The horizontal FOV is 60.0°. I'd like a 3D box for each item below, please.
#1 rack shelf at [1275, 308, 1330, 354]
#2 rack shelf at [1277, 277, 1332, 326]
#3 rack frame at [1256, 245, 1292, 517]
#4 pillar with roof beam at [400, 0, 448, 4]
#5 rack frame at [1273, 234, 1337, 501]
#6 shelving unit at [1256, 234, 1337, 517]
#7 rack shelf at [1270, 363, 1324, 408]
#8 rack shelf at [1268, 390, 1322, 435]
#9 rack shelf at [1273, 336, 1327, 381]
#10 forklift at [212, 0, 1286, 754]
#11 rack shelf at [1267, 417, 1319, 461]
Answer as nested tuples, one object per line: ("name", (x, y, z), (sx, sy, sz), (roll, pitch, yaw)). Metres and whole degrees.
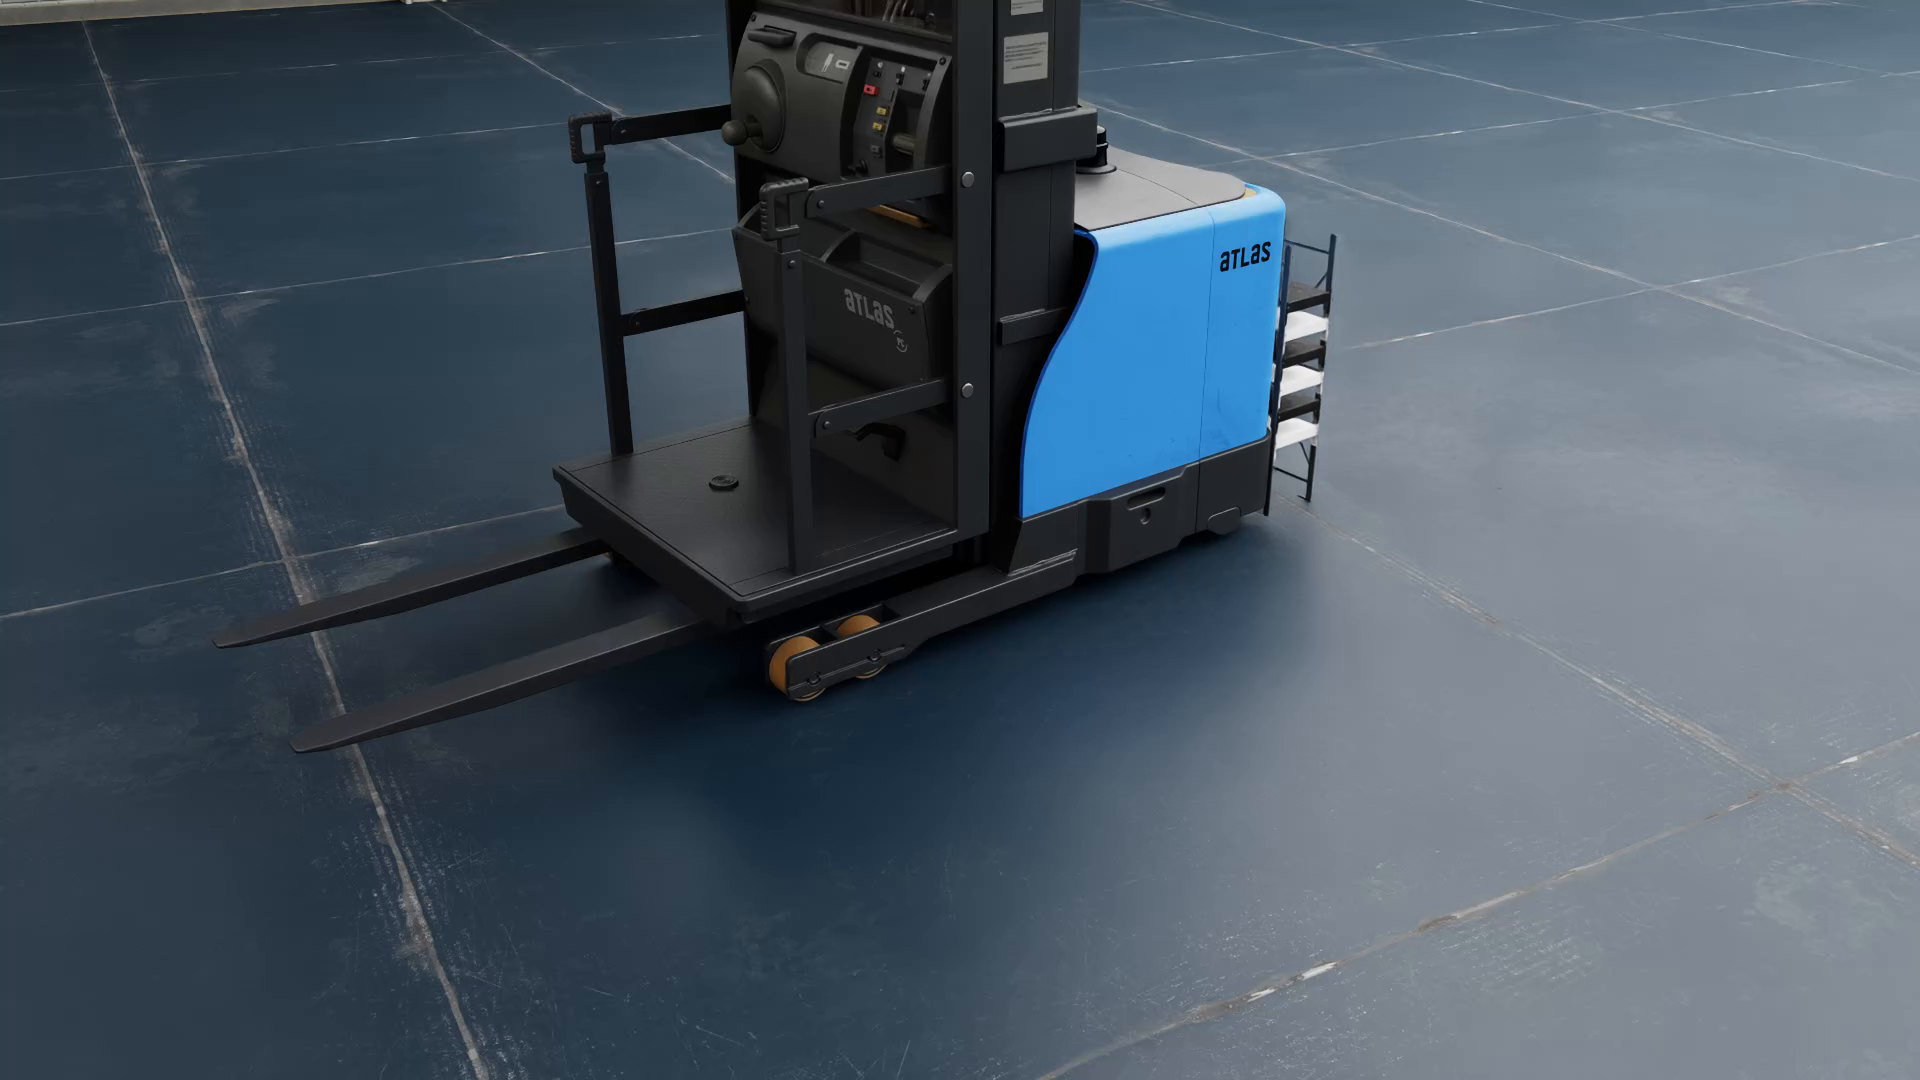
("rack shelf", (1.008, -0.680, 5.287), (0.200, 0.077, 0.258), (-19, 31, -33))
("rack shelf", (1.008, -0.761, 5.248), (0.200, 0.077, 0.258), (-19, 31, -33))
("rack frame", (0.928, -0.521, 5.295), (0.006, 0.900, 0.240), (-19, 31, -33))
("pillar with roof beam", (-3.199, -7.665, 10.819), (0.400, 9.000, 9.100), (-13, 29, -25))
("rack frame", (1.089, -0.576, 5.407), (0.006, 0.900, 0.240), (-19, 31, -33))
("shelving unit", (1.008, -0.548, 5.351), (0.210, 0.900, 0.258), (-19, 31, -33))
("rack shelf", (1.009, -0.518, 5.366), (0.200, 0.077, 0.258), (-19, 31, -33))
("rack shelf", (1.009, -0.437, 5.405), (0.200, 0.077, 0.258), (-19, 31, -33))
("rack shelf", (1.008, -0.599, 5.326), (0.200, 0.077, 0.258), (-19, 31, -33))
("forklift", (-0.496, -1.156, 4.272), (3.031, 2.935, 1.130), (-18, 31, -33))
("rack shelf", (1.009, -0.356, 5.444), (0.200, 0.077, 0.258), (-19, 31, -33))
